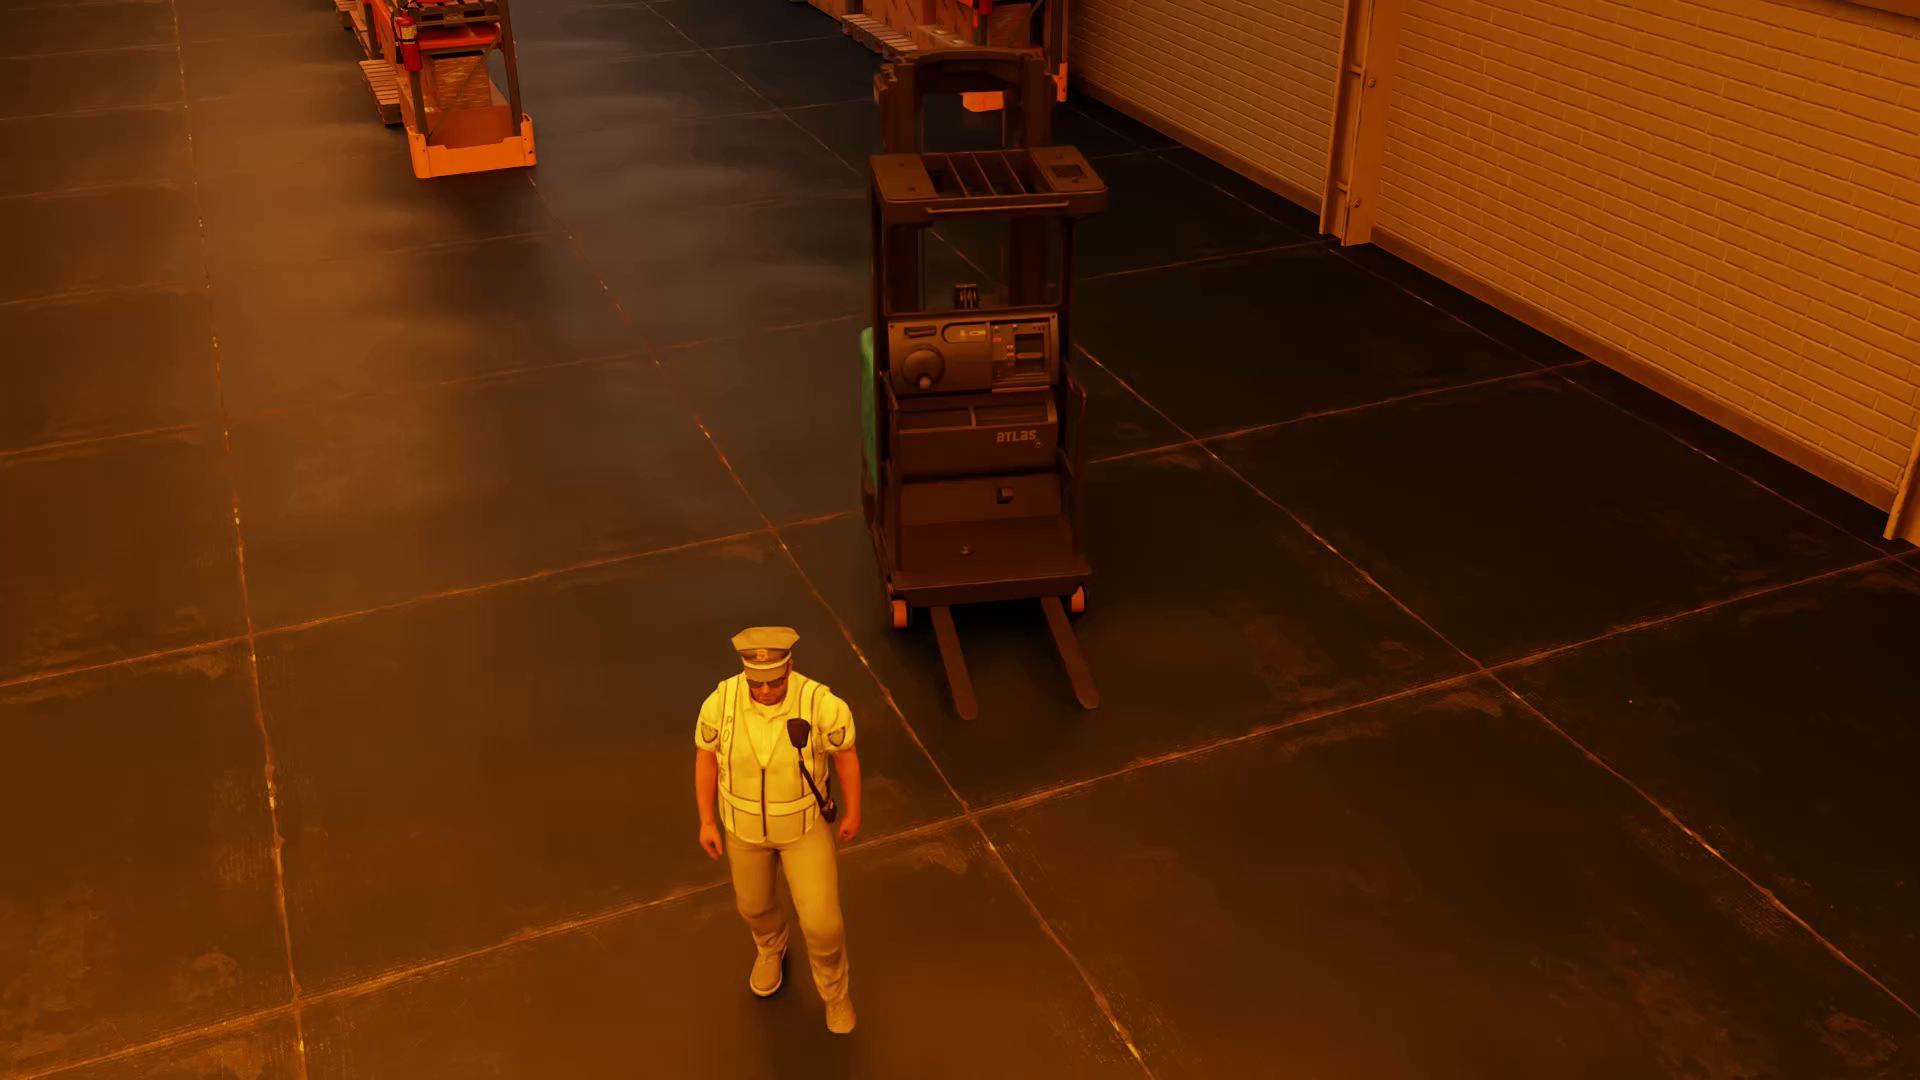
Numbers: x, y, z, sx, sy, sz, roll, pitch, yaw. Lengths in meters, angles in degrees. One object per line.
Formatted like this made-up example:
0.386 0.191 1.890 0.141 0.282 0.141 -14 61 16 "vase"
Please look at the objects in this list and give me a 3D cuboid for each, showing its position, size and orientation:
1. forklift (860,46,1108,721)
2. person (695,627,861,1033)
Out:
0.111 -0.971 8.818 1.130 2.935 3.031 -5 30 -8 "forklift"
-0.707 1.130 6.429 0.633 1.810 0.534 2 30 4 "person"
